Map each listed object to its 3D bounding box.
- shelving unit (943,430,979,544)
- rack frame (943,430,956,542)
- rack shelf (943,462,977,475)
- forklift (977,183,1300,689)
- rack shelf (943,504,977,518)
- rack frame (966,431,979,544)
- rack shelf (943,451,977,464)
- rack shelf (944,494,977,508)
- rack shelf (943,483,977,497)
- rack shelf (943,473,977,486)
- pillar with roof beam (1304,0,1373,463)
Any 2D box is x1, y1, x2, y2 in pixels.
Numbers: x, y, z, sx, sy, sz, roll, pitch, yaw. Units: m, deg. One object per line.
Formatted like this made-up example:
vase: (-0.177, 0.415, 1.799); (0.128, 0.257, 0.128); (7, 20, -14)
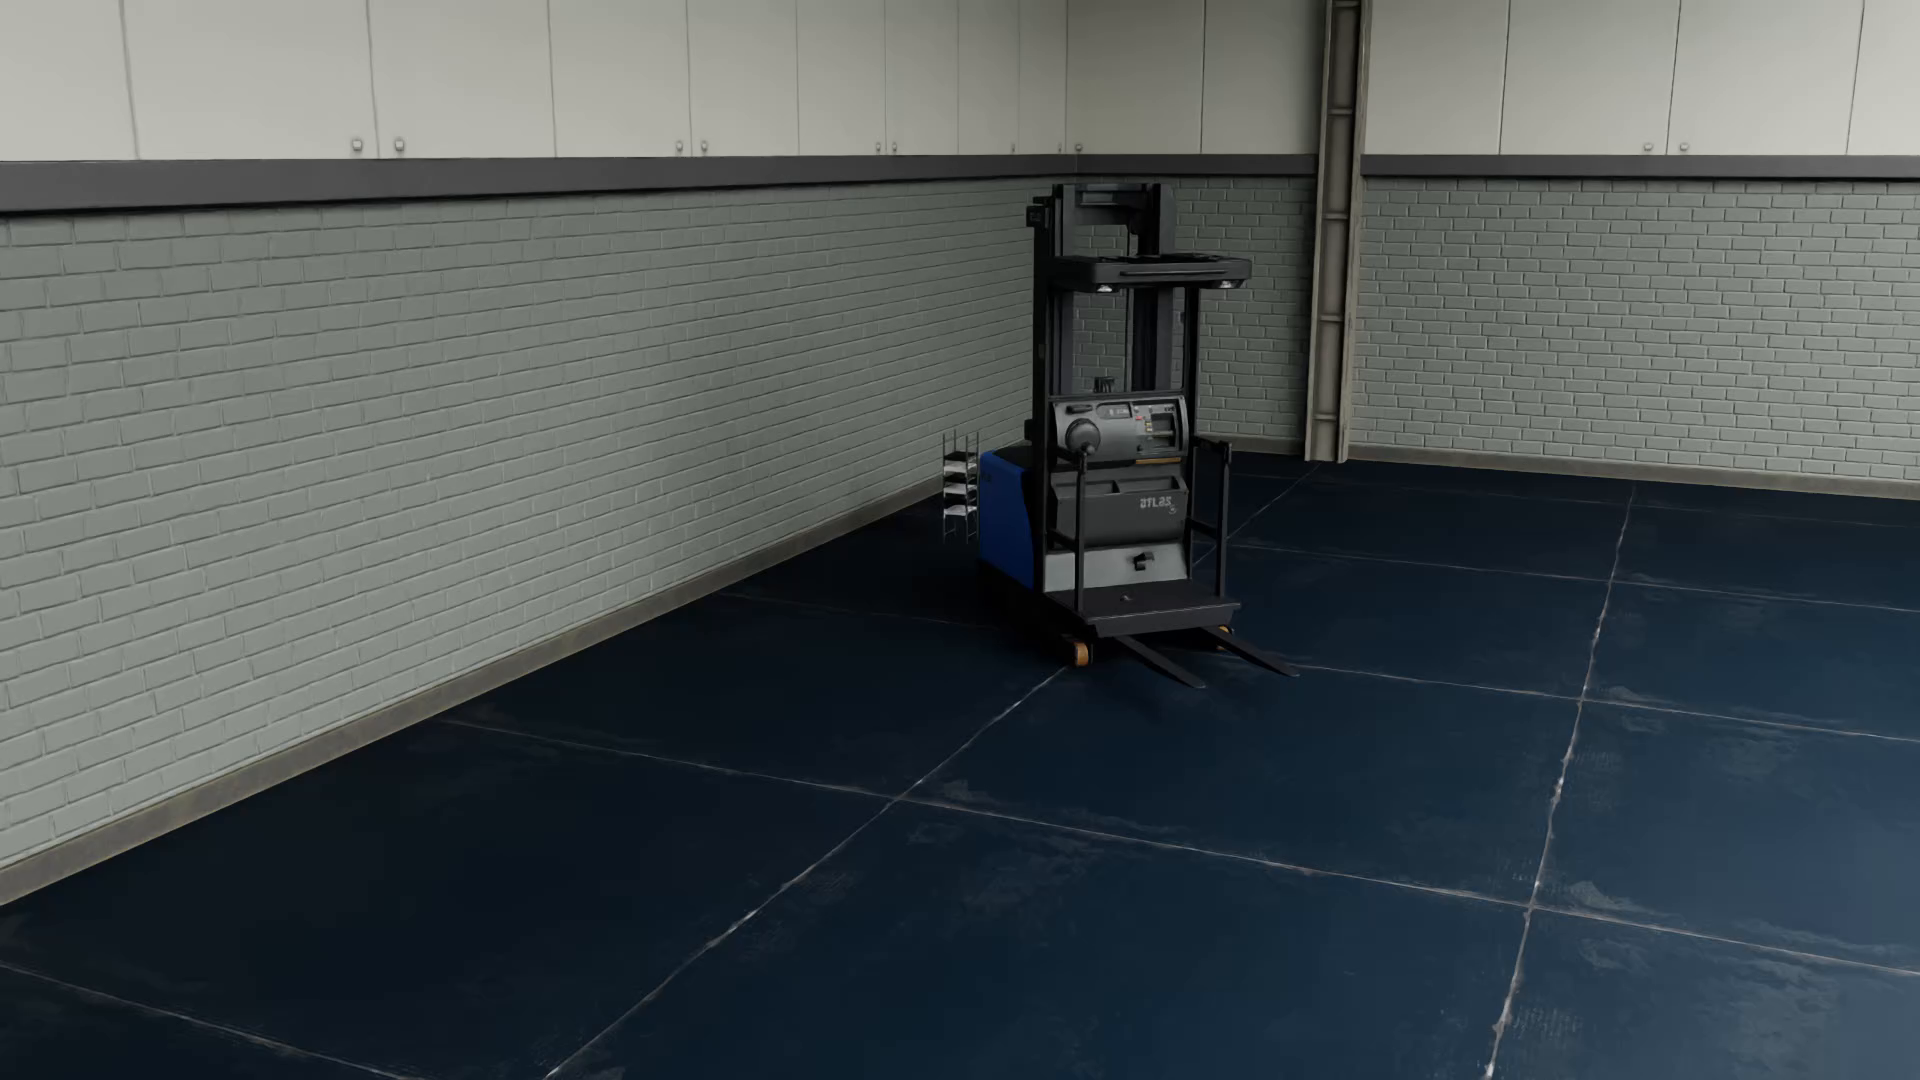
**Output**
shelving unit: (0.007, -0.437, 13.649); (0.210, 0.900, 0.258); (6, 14, 23)
rack frame: (-0.086, -0.447, 13.689); (0.006, 0.900, 0.240); (6, 14, 23)
rack shelf: (0.007, -0.580, 13.615); (0.200, 0.077, 0.258); (6, 14, 23)
forklift: (1.108, -0.737, 10.478); (1.130, 2.935, 3.031); (-5, 14, -20)
rack shelf: (0.007, -0.230, 13.698); (0.200, 0.077, 0.258); (6, 14, 23)
rack frame: (0.100, -0.428, 13.609); (0.006, 0.900, 0.240); (6, 14, 23)
rack shelf: (0.007, -0.668, 13.595); (0.200, 0.077, 0.258); (6, 14, 23)
rack shelf: (0.007, -0.317, 13.677); (0.200, 0.077, 0.258); (6, 14, 23)
rack shelf: (0.007, -0.405, 13.656); (0.200, 0.077, 0.258); (6, 14, 23)
rack shelf: (0.007, -0.493, 13.636); (0.200, 0.077, 0.258); (6, 14, 23)
pillar with roof beam: (2.073, -4.322, 12.475); (0.400, 9.000, 9.100); (6, 14, 23)
